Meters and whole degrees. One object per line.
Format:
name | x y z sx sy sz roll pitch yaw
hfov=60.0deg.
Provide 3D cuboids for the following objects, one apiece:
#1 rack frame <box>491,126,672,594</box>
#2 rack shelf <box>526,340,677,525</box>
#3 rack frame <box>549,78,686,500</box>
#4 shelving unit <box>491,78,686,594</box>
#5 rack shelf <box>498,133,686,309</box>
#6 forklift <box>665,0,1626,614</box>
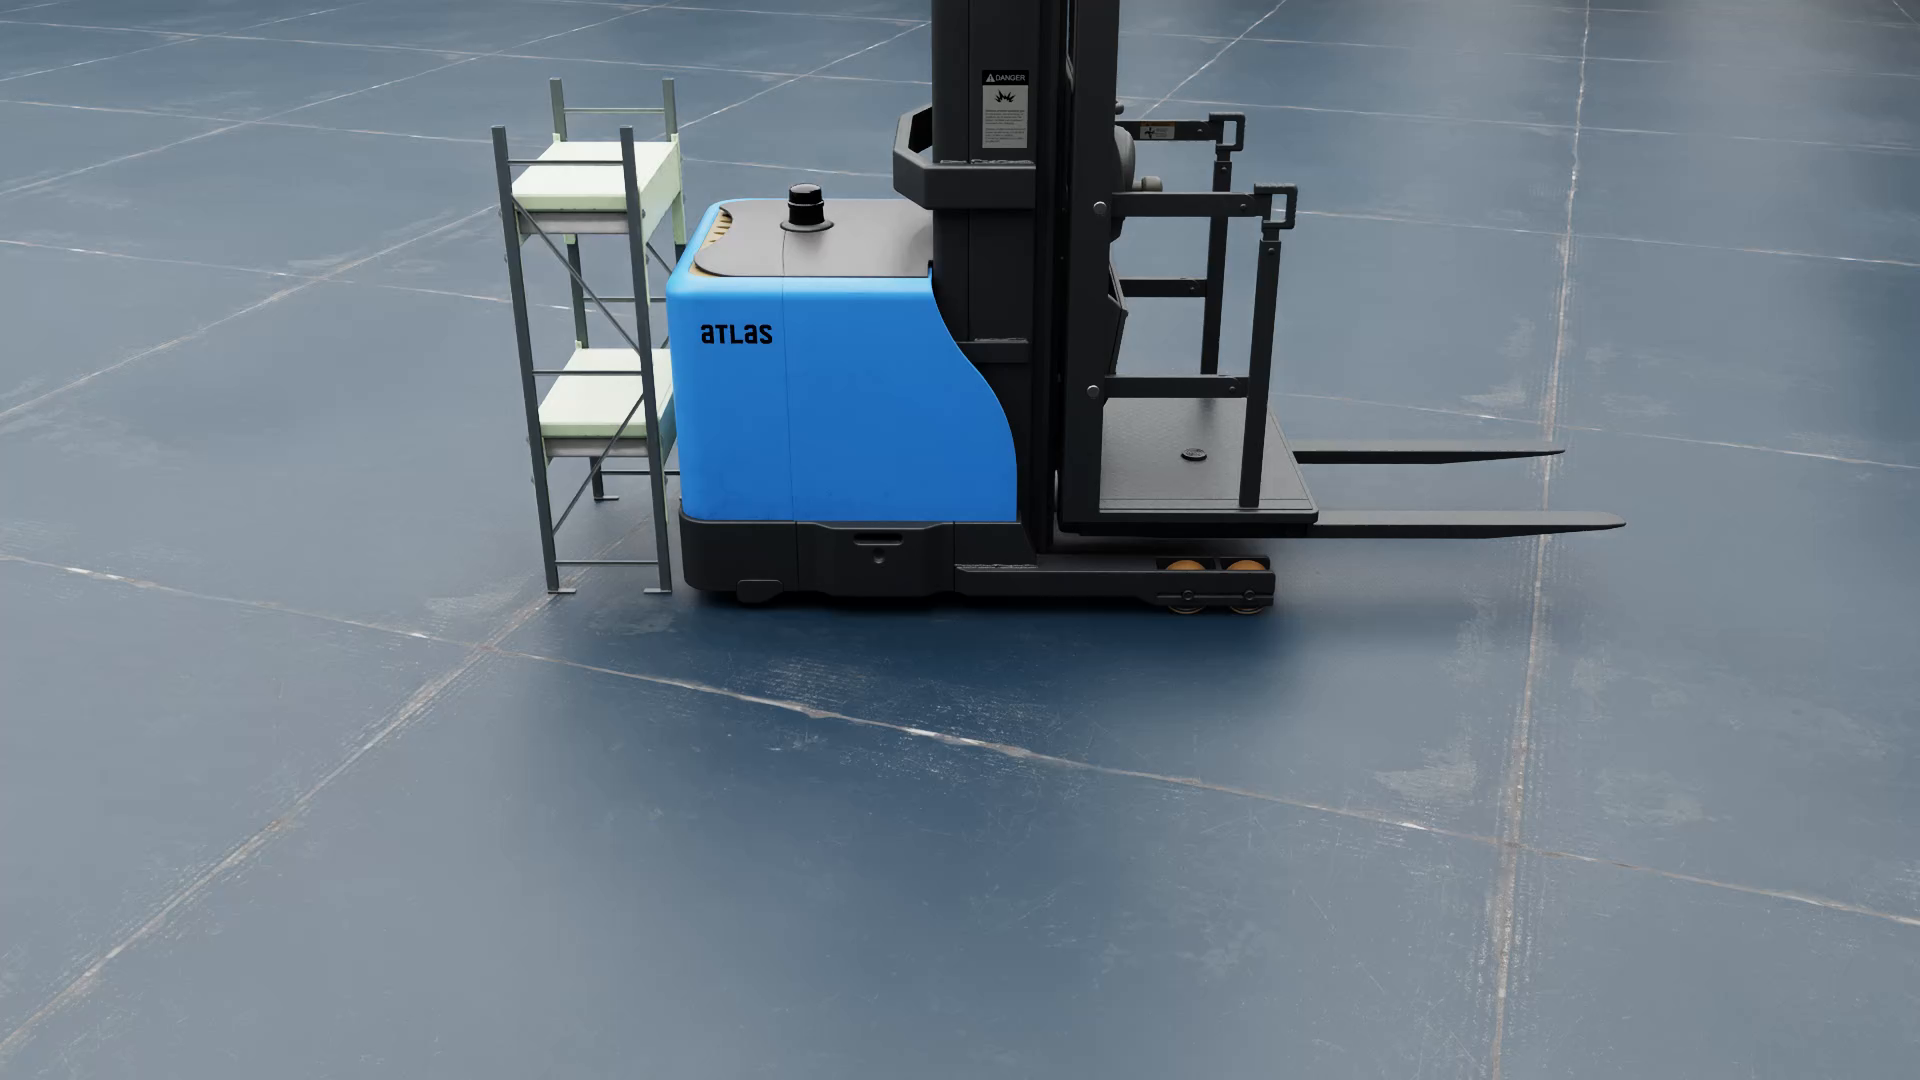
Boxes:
rack frame | -1.136 -0.505 5.073 0.400 1.500 0.023 0 26 0
rack shelf | -1.134 -0.372 5.544 0.431 0.370 0.720 0 26 0
rack frame | -1.133 -0.824 5.732 0.400 1.500 0.023 0 26 0
shelving unit | -1.134 -0.665 5.402 0.431 1.500 0.755 0 26 0
rack shelf | -1.134 -1.016 5.232 0.431 0.370 0.720 0 26 0
forklift | 0.631 -1.318 5.108 3.031 2.935 1.130 0 26 0
